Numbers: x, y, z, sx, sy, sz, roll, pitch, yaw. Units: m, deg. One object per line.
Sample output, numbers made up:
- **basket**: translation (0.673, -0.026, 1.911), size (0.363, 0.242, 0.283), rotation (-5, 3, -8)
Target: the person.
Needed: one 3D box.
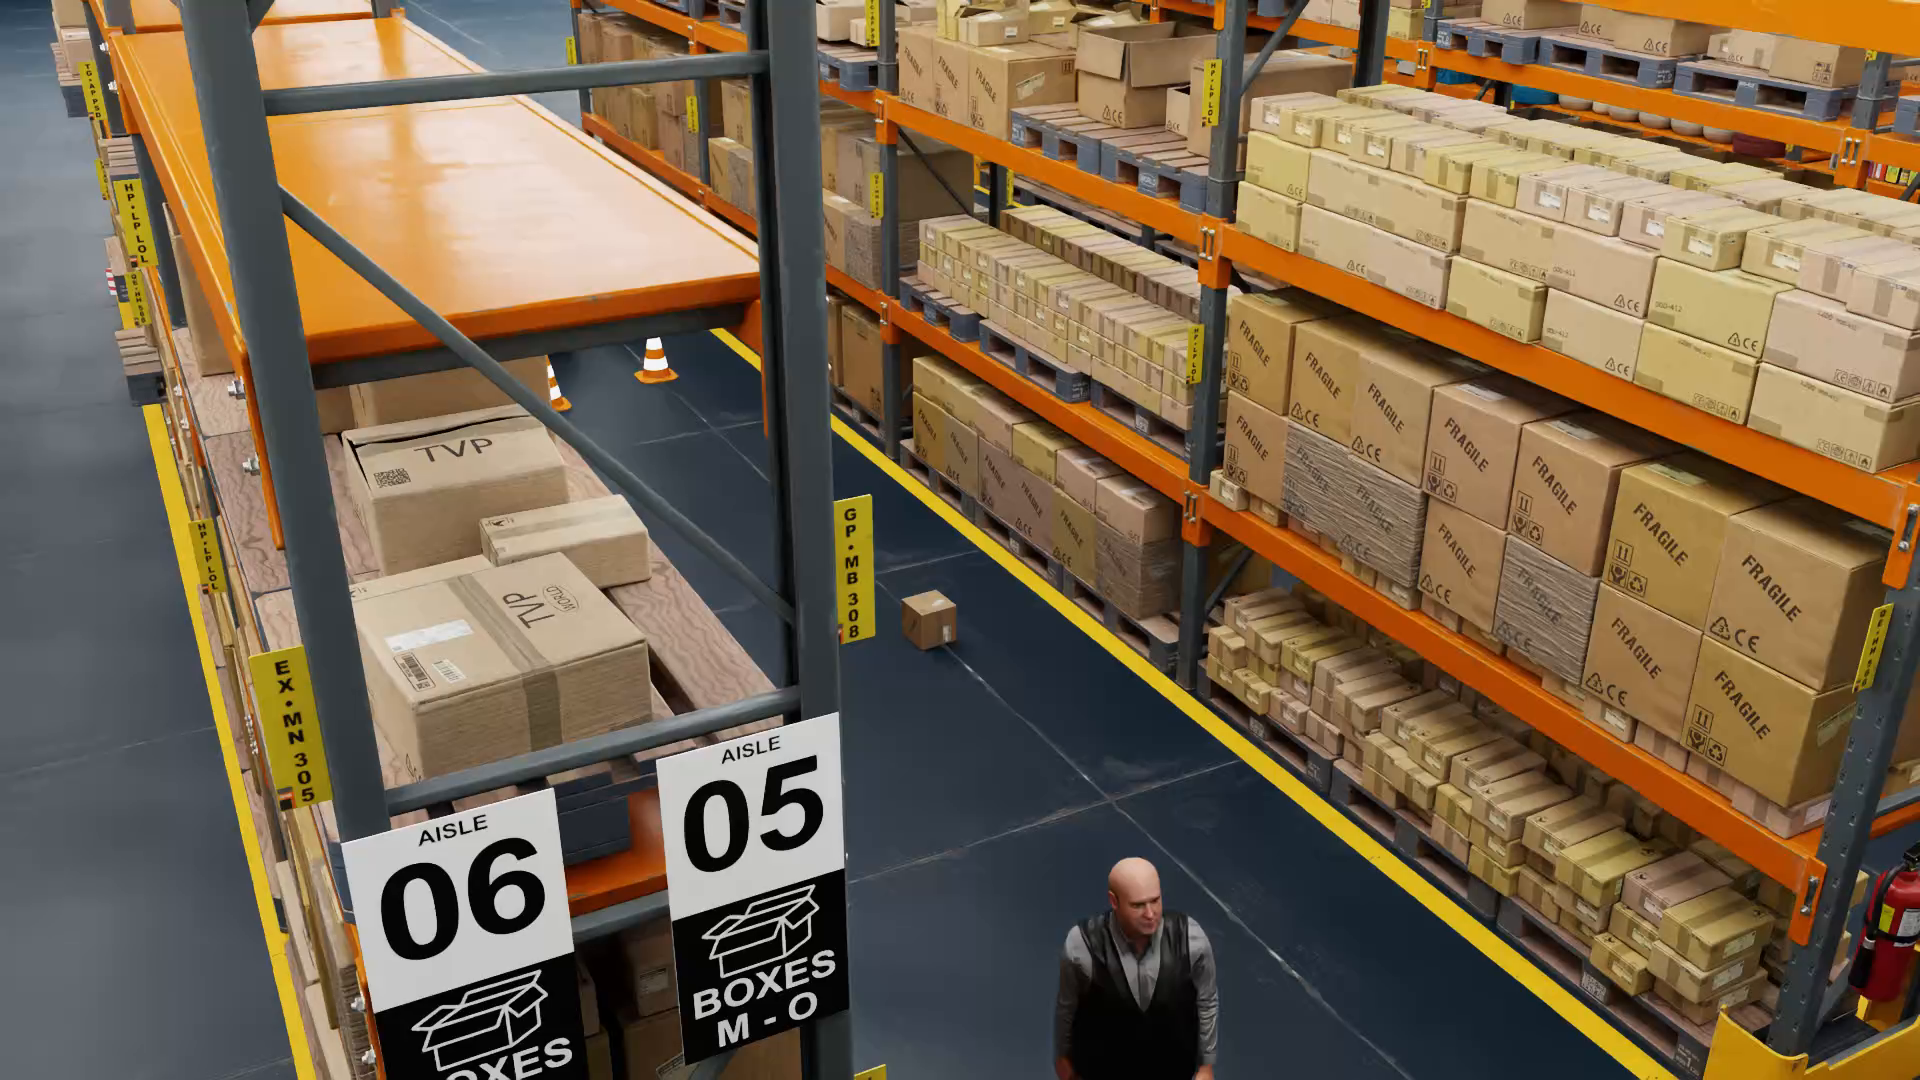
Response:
- **person**: translation (0.611, 1.826, 5.811), size (0.557, 1.694, 0.892), rotation (-2, 25, -4)
